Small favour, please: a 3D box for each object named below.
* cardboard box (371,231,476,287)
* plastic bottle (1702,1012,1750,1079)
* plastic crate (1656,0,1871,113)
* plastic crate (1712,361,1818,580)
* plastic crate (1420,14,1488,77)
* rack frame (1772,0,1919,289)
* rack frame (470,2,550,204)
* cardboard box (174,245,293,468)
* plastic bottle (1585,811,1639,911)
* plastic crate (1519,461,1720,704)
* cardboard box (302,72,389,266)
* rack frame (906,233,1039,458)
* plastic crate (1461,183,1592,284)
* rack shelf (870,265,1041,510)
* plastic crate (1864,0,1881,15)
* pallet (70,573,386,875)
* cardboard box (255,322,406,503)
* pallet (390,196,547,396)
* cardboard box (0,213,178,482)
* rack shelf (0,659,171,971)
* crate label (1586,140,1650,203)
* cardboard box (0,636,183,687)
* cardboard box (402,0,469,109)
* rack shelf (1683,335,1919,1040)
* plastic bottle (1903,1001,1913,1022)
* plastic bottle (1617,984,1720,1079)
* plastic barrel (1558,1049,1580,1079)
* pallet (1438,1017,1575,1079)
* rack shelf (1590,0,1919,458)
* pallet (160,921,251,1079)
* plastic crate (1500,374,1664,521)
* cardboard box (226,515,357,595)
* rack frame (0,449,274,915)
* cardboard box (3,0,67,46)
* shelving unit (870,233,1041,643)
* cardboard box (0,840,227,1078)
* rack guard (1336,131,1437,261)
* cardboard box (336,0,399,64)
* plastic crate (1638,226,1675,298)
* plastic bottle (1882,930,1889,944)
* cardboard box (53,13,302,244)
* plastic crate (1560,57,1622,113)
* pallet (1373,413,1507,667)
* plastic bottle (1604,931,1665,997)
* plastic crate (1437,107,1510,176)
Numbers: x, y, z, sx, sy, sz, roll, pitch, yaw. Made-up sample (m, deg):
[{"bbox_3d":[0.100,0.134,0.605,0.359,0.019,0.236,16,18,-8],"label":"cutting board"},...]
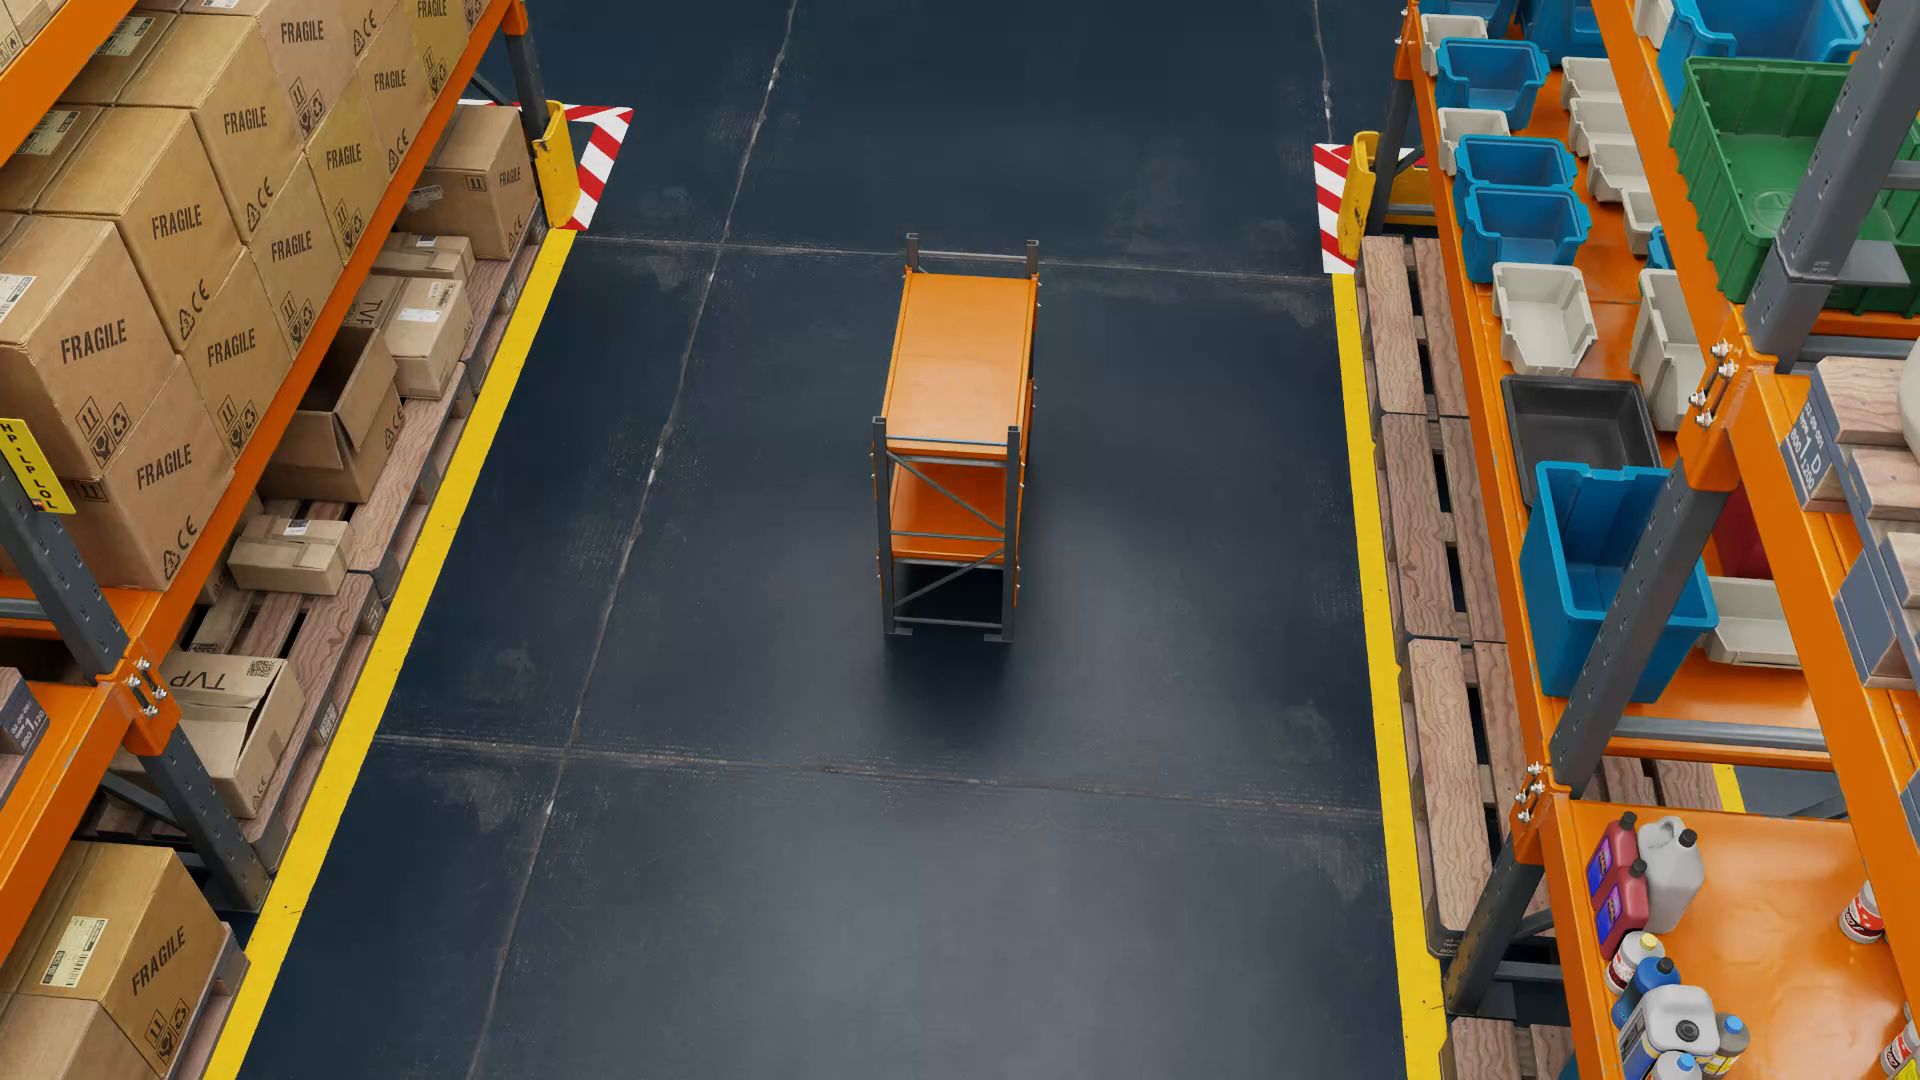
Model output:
[{"bbox_3d":[-2.424,-1.249,7.508,0.380,0.166,0.250,4,48,4],"label":"cardboard box"},{"bbox_3d":[1.746,1.156,3.821,0.097,0.201,0.097,0,48,0],"label":"plastic bottle"},{"bbox_3d":[1.840,-1.136,3.863,0.416,0.233,0.300,4,48,4],"label":"plastic crate"},{"bbox_3d":[2.406,-0.170,4.815,0.402,0.464,0.583,4,48,4],"label":"plastic crate"},{"bbox_3d":[1.977,-1.971,6.683,0.250,0.136,0.298,4,48,4],"label":"plastic crate"},{"bbox_3d":[2.075,-1.514,2.062,1.000,3.000,0.127,4,48,4],"label":"rack frame"},{"bbox_3d":[-2.493,-2.765,7.272,1.000,3.000,0.127,4,48,4],"label":"rack frame"},{"bbox_3d":[-2.496,-0.592,5.217,0.500,0.500,0.500,5,48,4],"label":"cardboard box"},{"bbox_3d":[1.617,0.791,4.099,0.061,0.283,0.133,4,48,4],"label":"plastic bottle"},{"bbox_3d":[1.778,0.130,4.595,0.392,0.384,0.575,4,48,4],"label":"plastic crate"},{"bbox_3d":[-2.404,-1.333,5.894,0.500,0.500,0.500,3,48,3],"label":"cardboard box"},{"bbox_3d":[0.047,-0.758,6.707,0.500,1.125,0.032,4,48,4],"label":"rack frame"},{"bbox_3d":[1.942,-1.045,5.772,0.416,0.233,0.300,4,48,4],"label":"plastic crate"},{"bbox_3d":[0.001,-0.582,6.149,0.538,0.278,1.000,4,48,4],"label":"rack shelf"},{"bbox_3d":[2.461,-1.352,4.035,0.497,0.269,0.590,4,48,4],"label":"plastic crate"},{"bbox_3d":[-2.794,0.611,6.074,1.003,0.211,1.213,4,48,4],"label":"pallet"},{"bbox_3d":[-2.691,-0.512,6.605,0.797,0.503,0.637,4,48,4],"label":"cardboard box"},{"bbox_3d":[-2.572,-1.182,7.714,1.003,0.211,1.213,4,48,4],"label":"pallet"},{"bbox_3d":[-2.534,-0.524,4.477,0.500,0.500,0.500,5,48,5],"label":"cardboard box"},{"bbox_3d":[-3.040,1.887,3.505,1.077,0.370,4.000,4,48,4],"label":"rack shelf"},{"bbox_3d":[2.503,-1.330,6.098,0.396,0.136,0.243,4,48,4],"label":"crate label"},{"bbox_3d":[-3.088,0.432,5.744,0.500,0.500,0.500,4,48,4],"label":"cardboard box"},{"bbox_3d":[-2.307,-2.069,6.568,0.500,0.500,0.500,4,48,4],"label":"cardboard box"},{"bbox_3d":[1.893,1.211,2.091,1.077,0.370,4.000,4,48,4],"label":"rack shelf"},{"bbox_3d":[2.305,1.070,3.899,0.097,0.201,0.097,0,48,0],"label":"plastic bottle"},{"bbox_3d":[1.620,1.136,3.788,0.152,0.276,0.135,4,48,4],"label":"plastic bottle"},{"bbox_3d":[2.008,1.476,4.531,0.600,0.901,0.708,4,48,4],"label":"plastic barrel"},{"bbox_3d":[1.963,2.016,4.789,1.003,0.211,1.213,4,48,4],"label":"pallet"},{"bbox_3d":[2.257,-1.729,4.779,1.077,0.370,4.000,4,48,4],"label":"rack shelf"},{"bbox_3d":[-2.894,1.716,5.063,1.003,0.211,1.213,4,48,4],"label":"pallet"},{"bbox_3d":[1.909,-0.257,5.124,0.437,0.125,0.590,4,48,4],"label":"plastic crate"},{"bbox_3d":[-2.535,0.052,6.317,0.380,0.166,0.250,4,48,4],"label":"cardboard box"},{"bbox_3d":[-2.858,0.175,4.583,1.000,3.000,0.127,4,48,4],"label":"rack frame"},{"bbox_3d":[-2.517,-1.495,4.179,0.500,0.250,0.500,4,48,4],"label":"cardboard box"},{"bbox_3d":[0.001,-0.385,6.365,0.538,1.125,1.048,4,48,4],"label":"shelving unit"},{"bbox_3d":[-2.617,1.252,4.994,0.500,0.500,0.500,4,48,3],"label":"cardboard box"},{"bbox_3d":[2.429,-1.604,7.904,1.175,0.500,0.348,4,48,4],"label":"rack guard"},{"bbox_3d":[-2.348,-2.038,5.861,0.500,0.500,0.500,5,48,5],"label":"cardboard box"},{"bbox_3d":[2.508,-0.866,5.608,0.416,0.233,0.300,4,48,4],"label":"plastic crate"},{"bbox_3d":[2.361,0.864,4.037,0.152,0.276,0.135,4,48,4],"label":"plastic bottle"},{"bbox_3d":[-2.441,-1.281,5.169,0.500,0.500,0.500,3,48,2],"label":"cardboard box"},{"bbox_3d":[2.545,-1.749,6.480,0.396,0.136,0.243,4,48,4],"label":"plastic crate"},{"bbox_3d":[2.212,0.010,6.624,1.003,0.211,1.213,4,48,4],"label":"pallet"},{"bbox_3d":[1.612,1.002,3.961,0.097,0.201,0.097,0,48,0],"label":"plastic bottle"},{"bbox_3d":[1.916,-1.472,6.228,0.250,0.136,0.298,4,48,4],"label":"plastic crate"}]
